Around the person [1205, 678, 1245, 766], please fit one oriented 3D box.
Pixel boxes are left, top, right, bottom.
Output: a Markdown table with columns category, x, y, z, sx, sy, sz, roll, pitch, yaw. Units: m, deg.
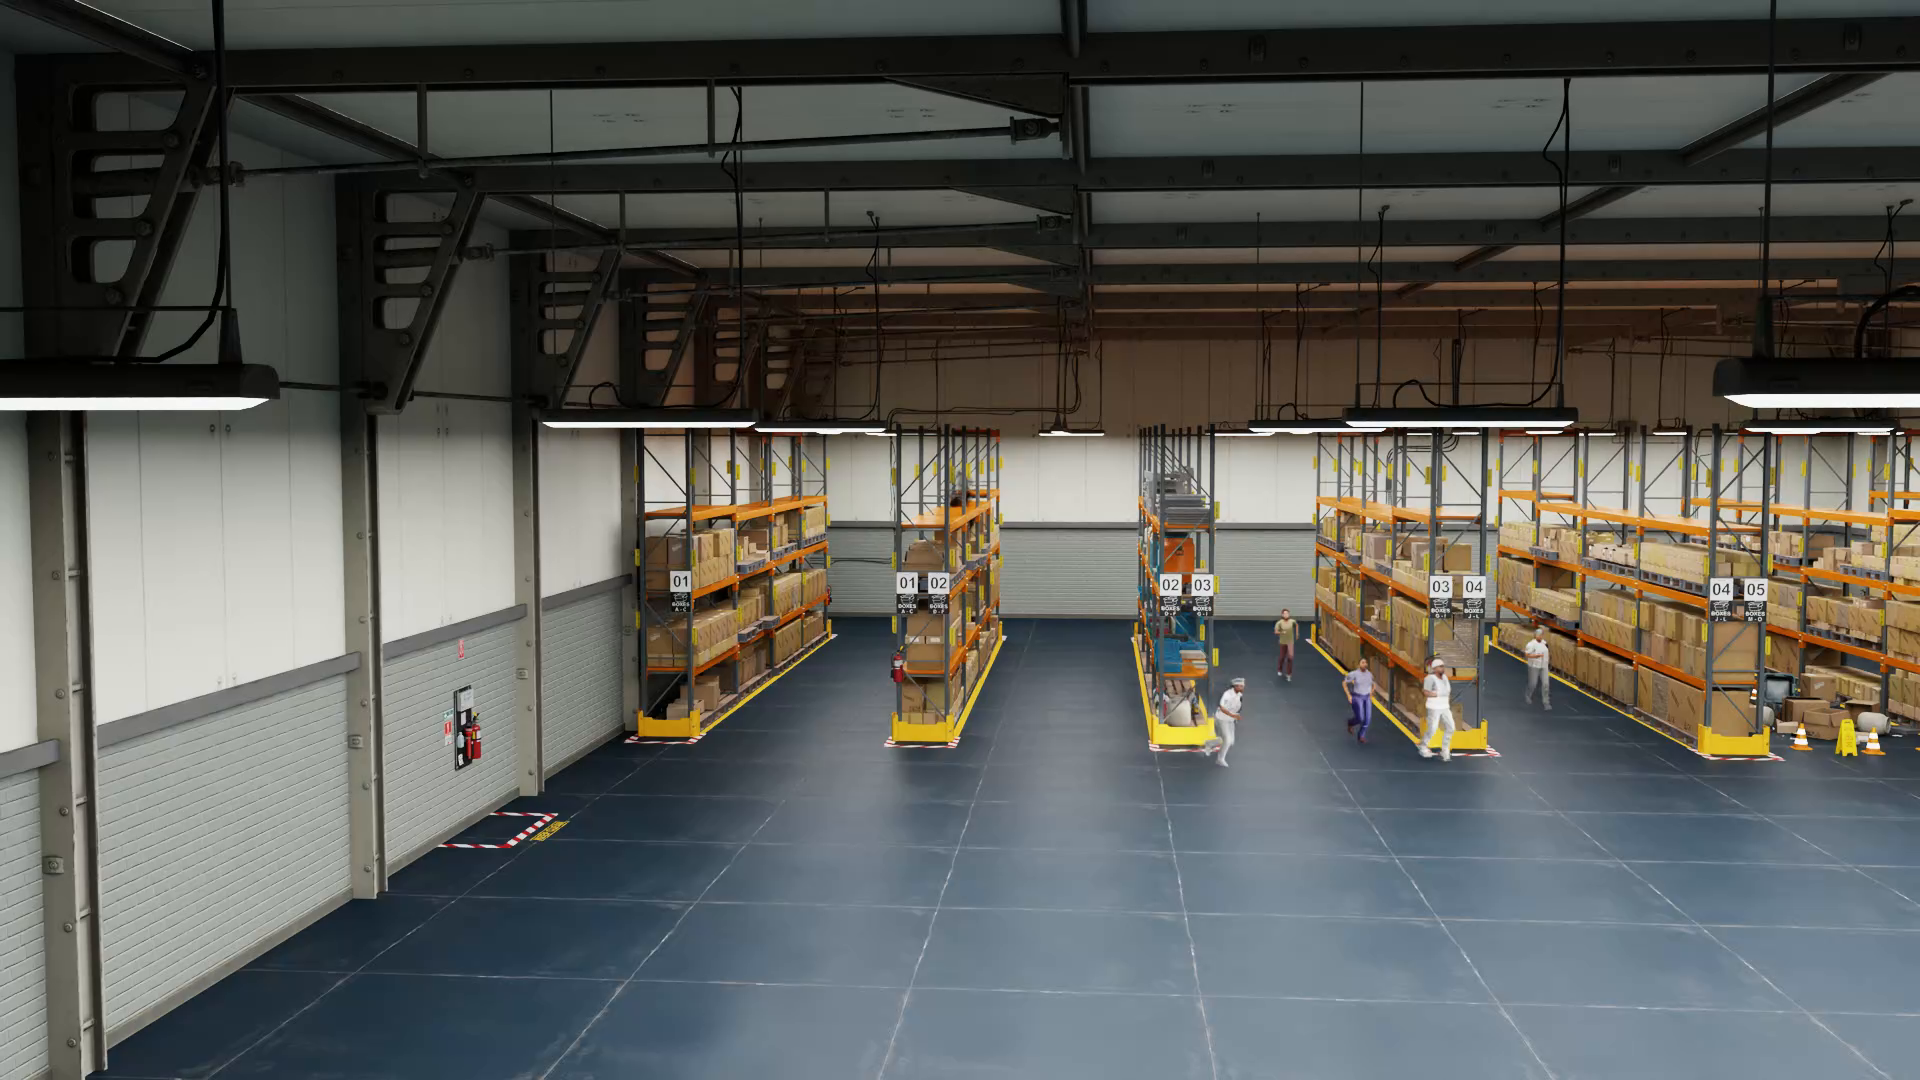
| category | x | y | z | sx | sy | sz | roll | pitch | yaw |
| --- | --- | --- | --- | --- | --- | --- | --- | --- | --- |
| person | 4.688 | 3.179 | 29.214 | 0.805 | 1.584 | 0.592 | 3 | 5 | 43 |

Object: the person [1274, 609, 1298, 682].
| category | x | y | z | sx | sy | sz | roll | pitch | yaw |
| --- | --- | --- | --- | --- | --- | --- | --- | --- | --- |
| person | 7.760 | 2.483 | 39.567 | 0.581 | 1.709 | 0.870 | 0 | 3 | 7 |

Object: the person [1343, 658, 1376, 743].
| category | x | y | z | sx | sy | sz | roll | pitch | yaw |
| --- | --- | --- | --- | --- | --- | --- | --- | --- | --- |
| person | 7.574 | 3.019 | 31.439 | 0.639 | 1.577 | 0.543 | -1 | 4 | -18 |

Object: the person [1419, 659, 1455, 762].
| category | x | y | z | sx | sy | sz | roll | pitch | yaw |
| --- | --- | --- | --- | --- | --- | --- | --- | --- | --- |
| person | 8.496 | 3.044 | 29.552 | 0.679 | 1.861 | 0.675 | -2 | 4 | -32 |

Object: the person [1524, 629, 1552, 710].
| category | x | y | z | sx | sy | sz | roll | pitch | yaw |
| --- | --- | --- | --- | --- | --- | --- | --- | --- | --- |
| person | 12.258 | 2.714 | 35.233 | 0.602 | 1.663 | 0.894 | 0 | 3 | -6 |
